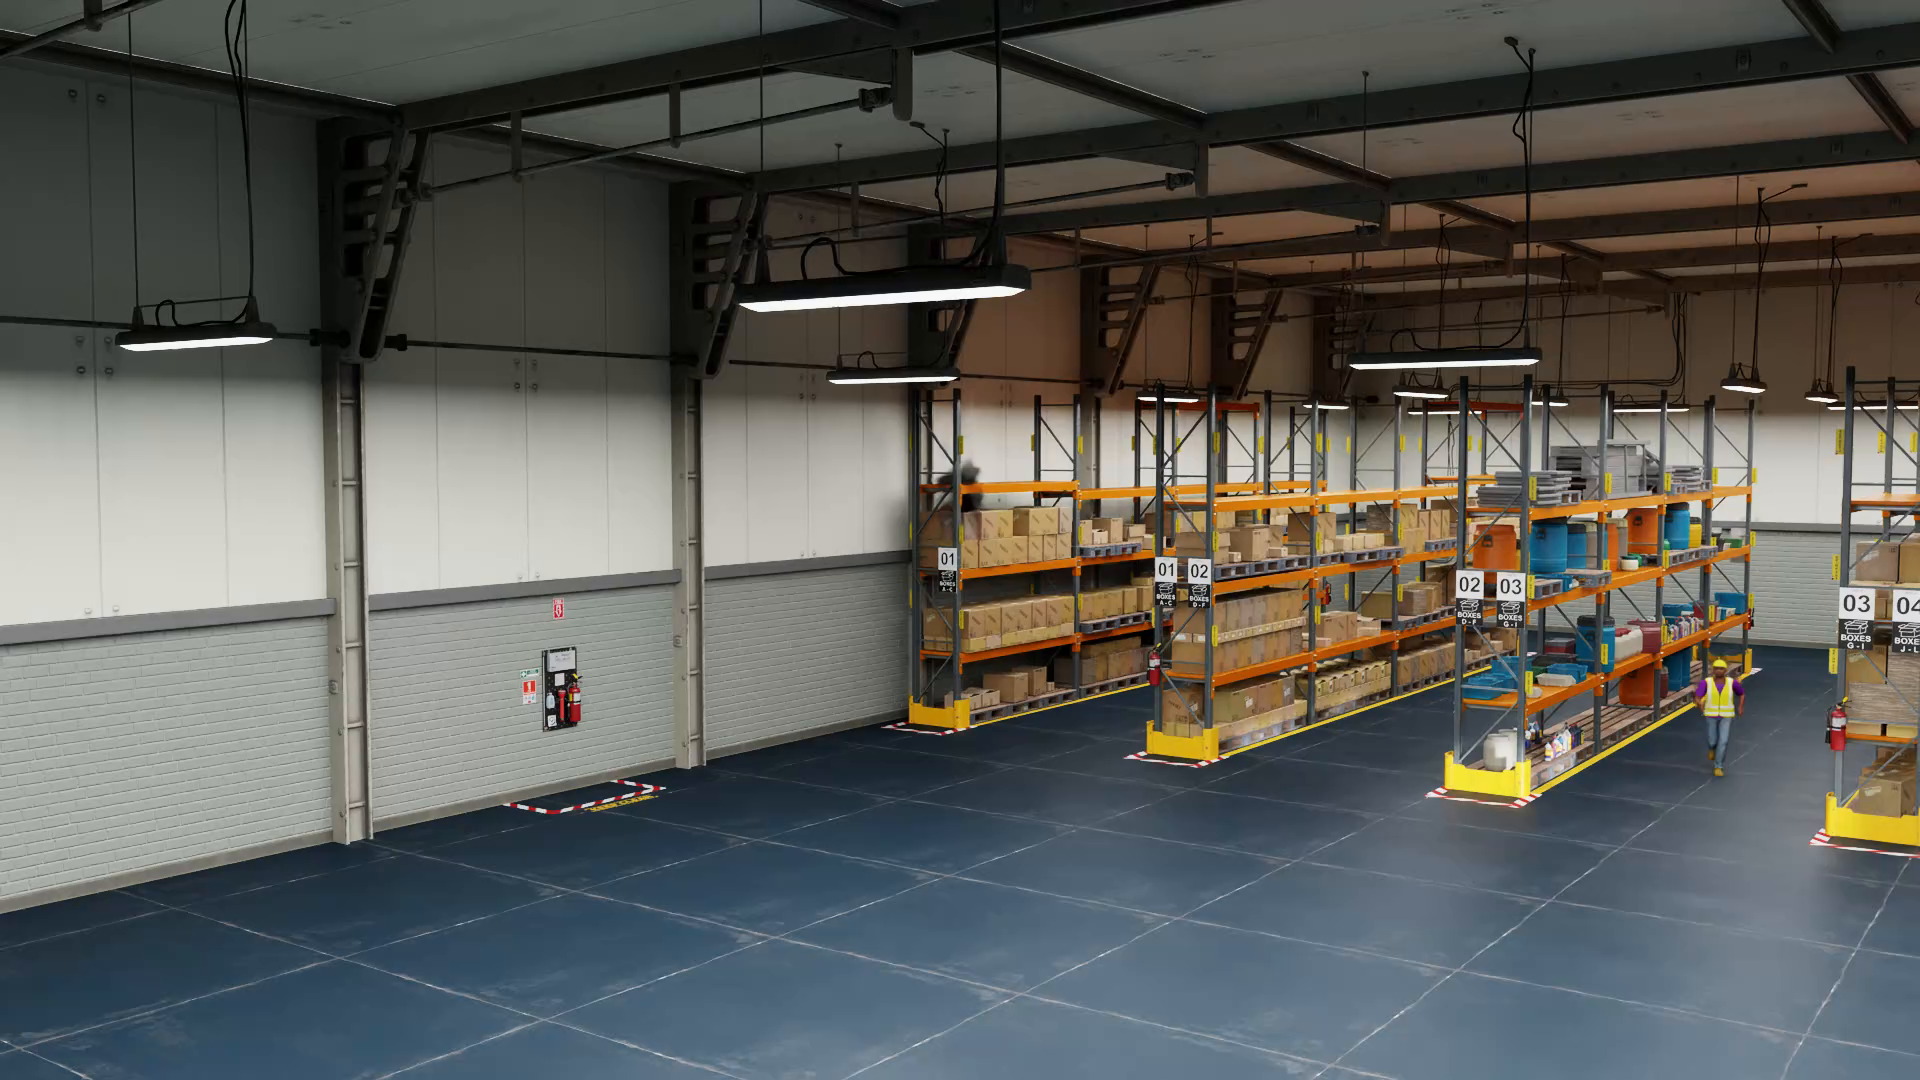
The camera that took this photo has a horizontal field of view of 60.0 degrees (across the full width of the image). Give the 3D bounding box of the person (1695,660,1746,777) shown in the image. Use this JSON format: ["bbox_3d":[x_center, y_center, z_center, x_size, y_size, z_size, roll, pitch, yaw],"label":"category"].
[{"bbox_3d":[11.597,2.693,25.377,0.713,1.736,0.897,1,4,24],"label":"person"}]
